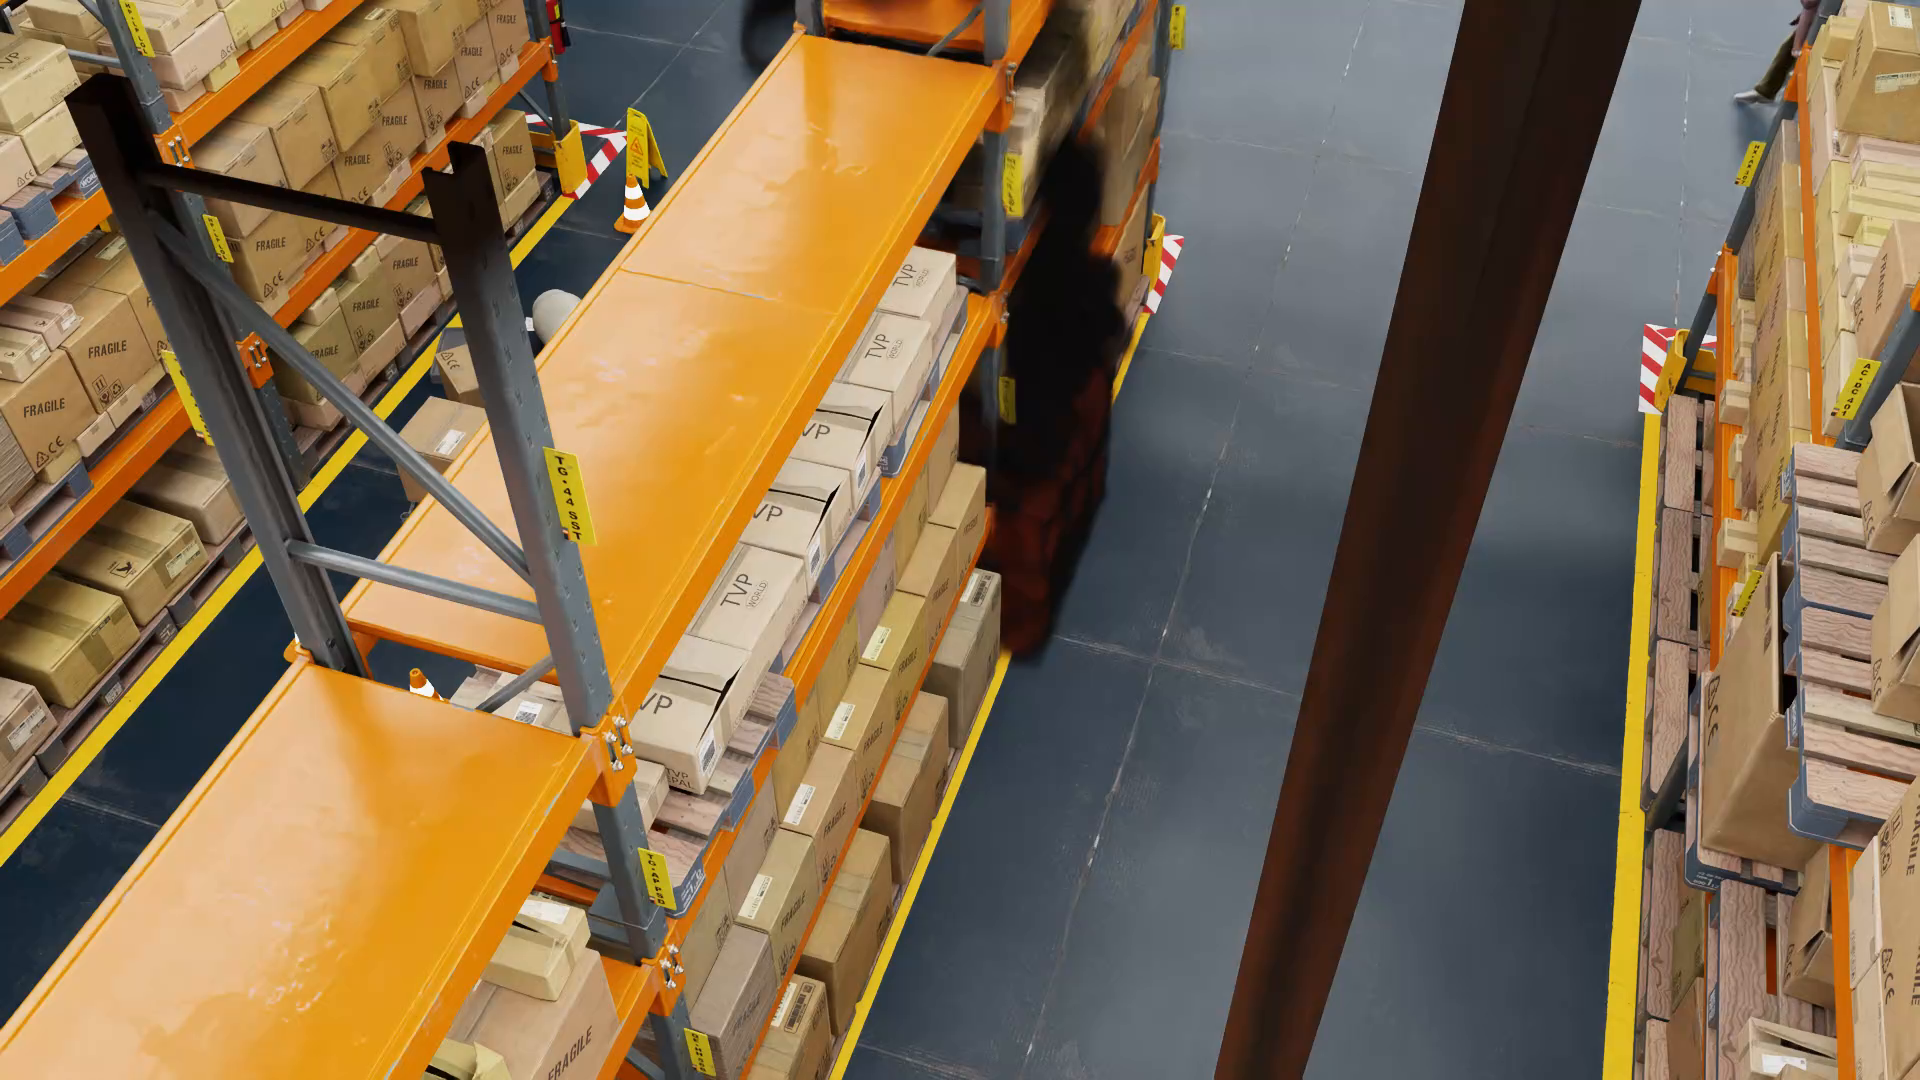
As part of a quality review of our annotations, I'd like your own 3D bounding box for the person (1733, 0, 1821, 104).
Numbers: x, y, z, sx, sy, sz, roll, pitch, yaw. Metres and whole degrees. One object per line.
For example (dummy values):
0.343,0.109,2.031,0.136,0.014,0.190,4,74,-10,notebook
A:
7.287,-4.340,14.103,0.991,1.807,0.682,35,55,29,person
